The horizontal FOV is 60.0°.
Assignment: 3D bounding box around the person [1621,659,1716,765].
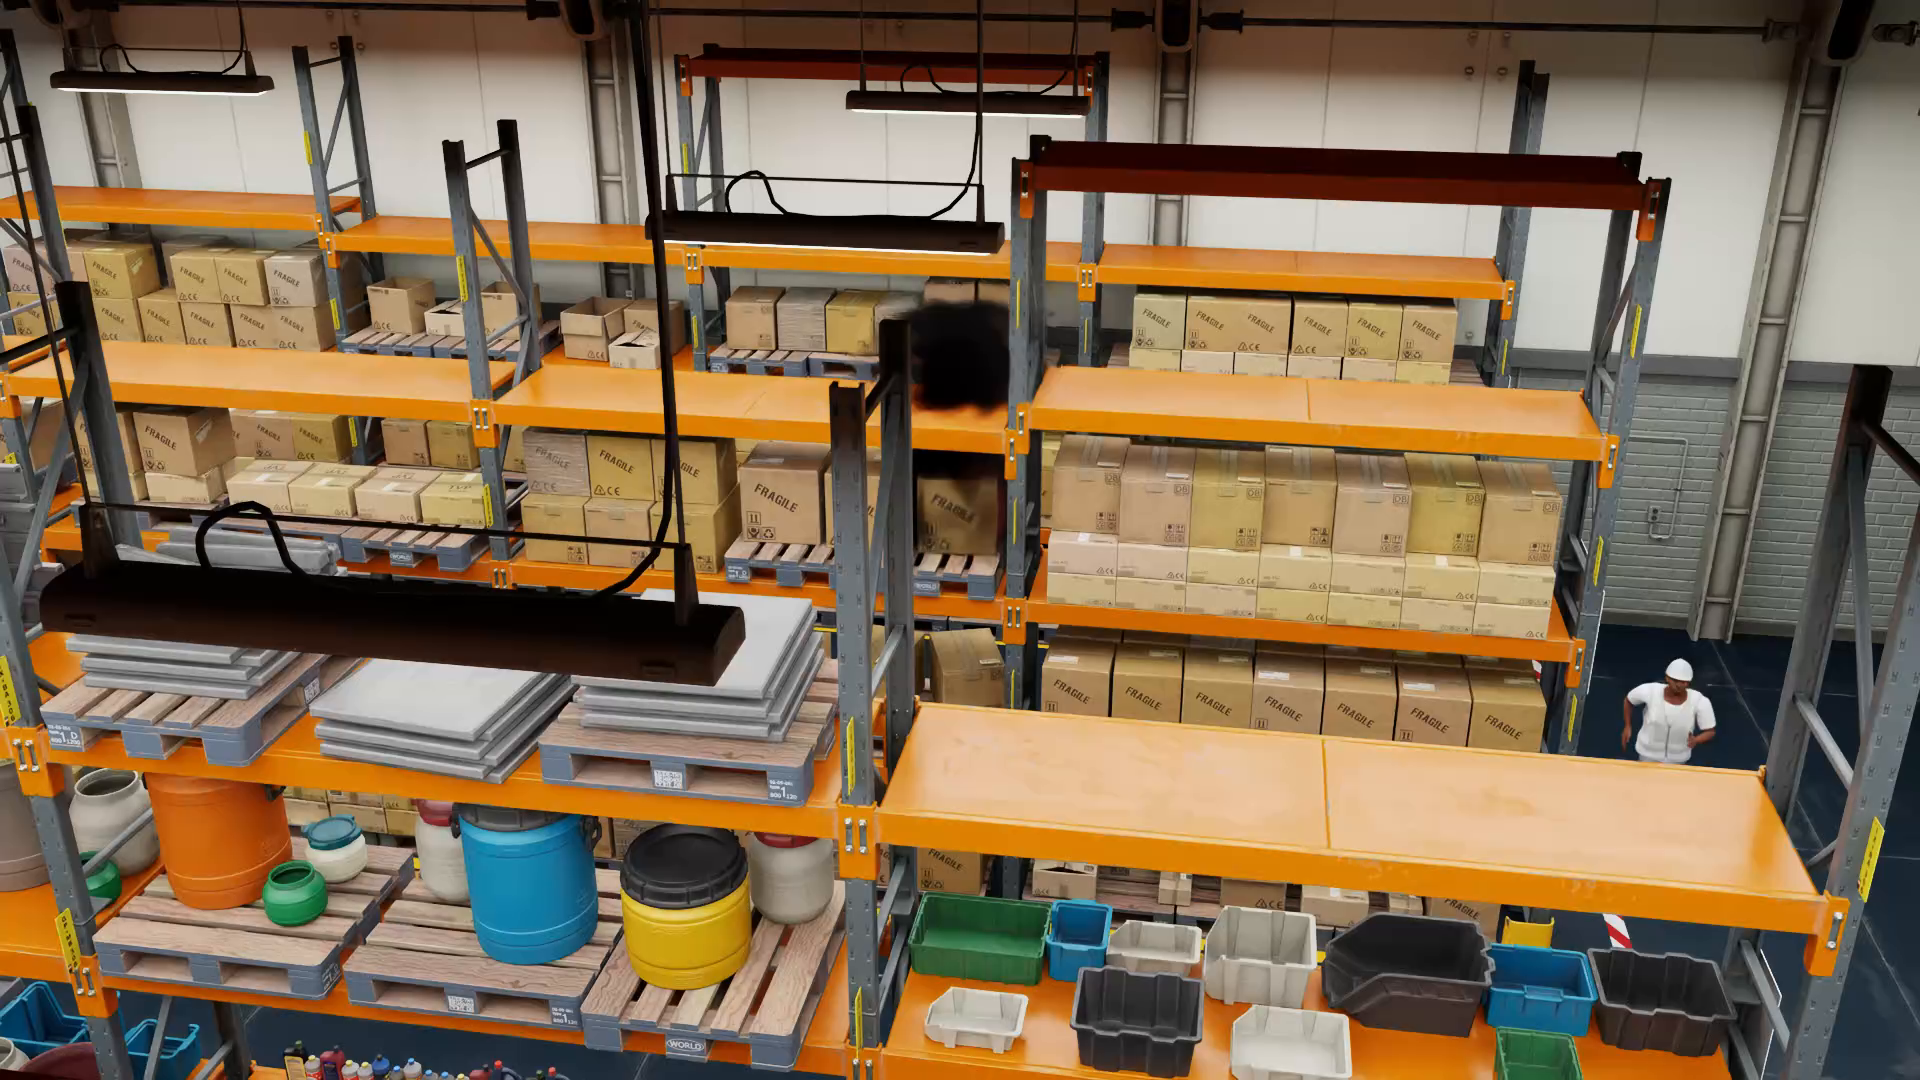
[{"bbox_3d":[5.872,1.772,13.859,0.686,1.749,0.965,5,24,11],"label":"person"}]
